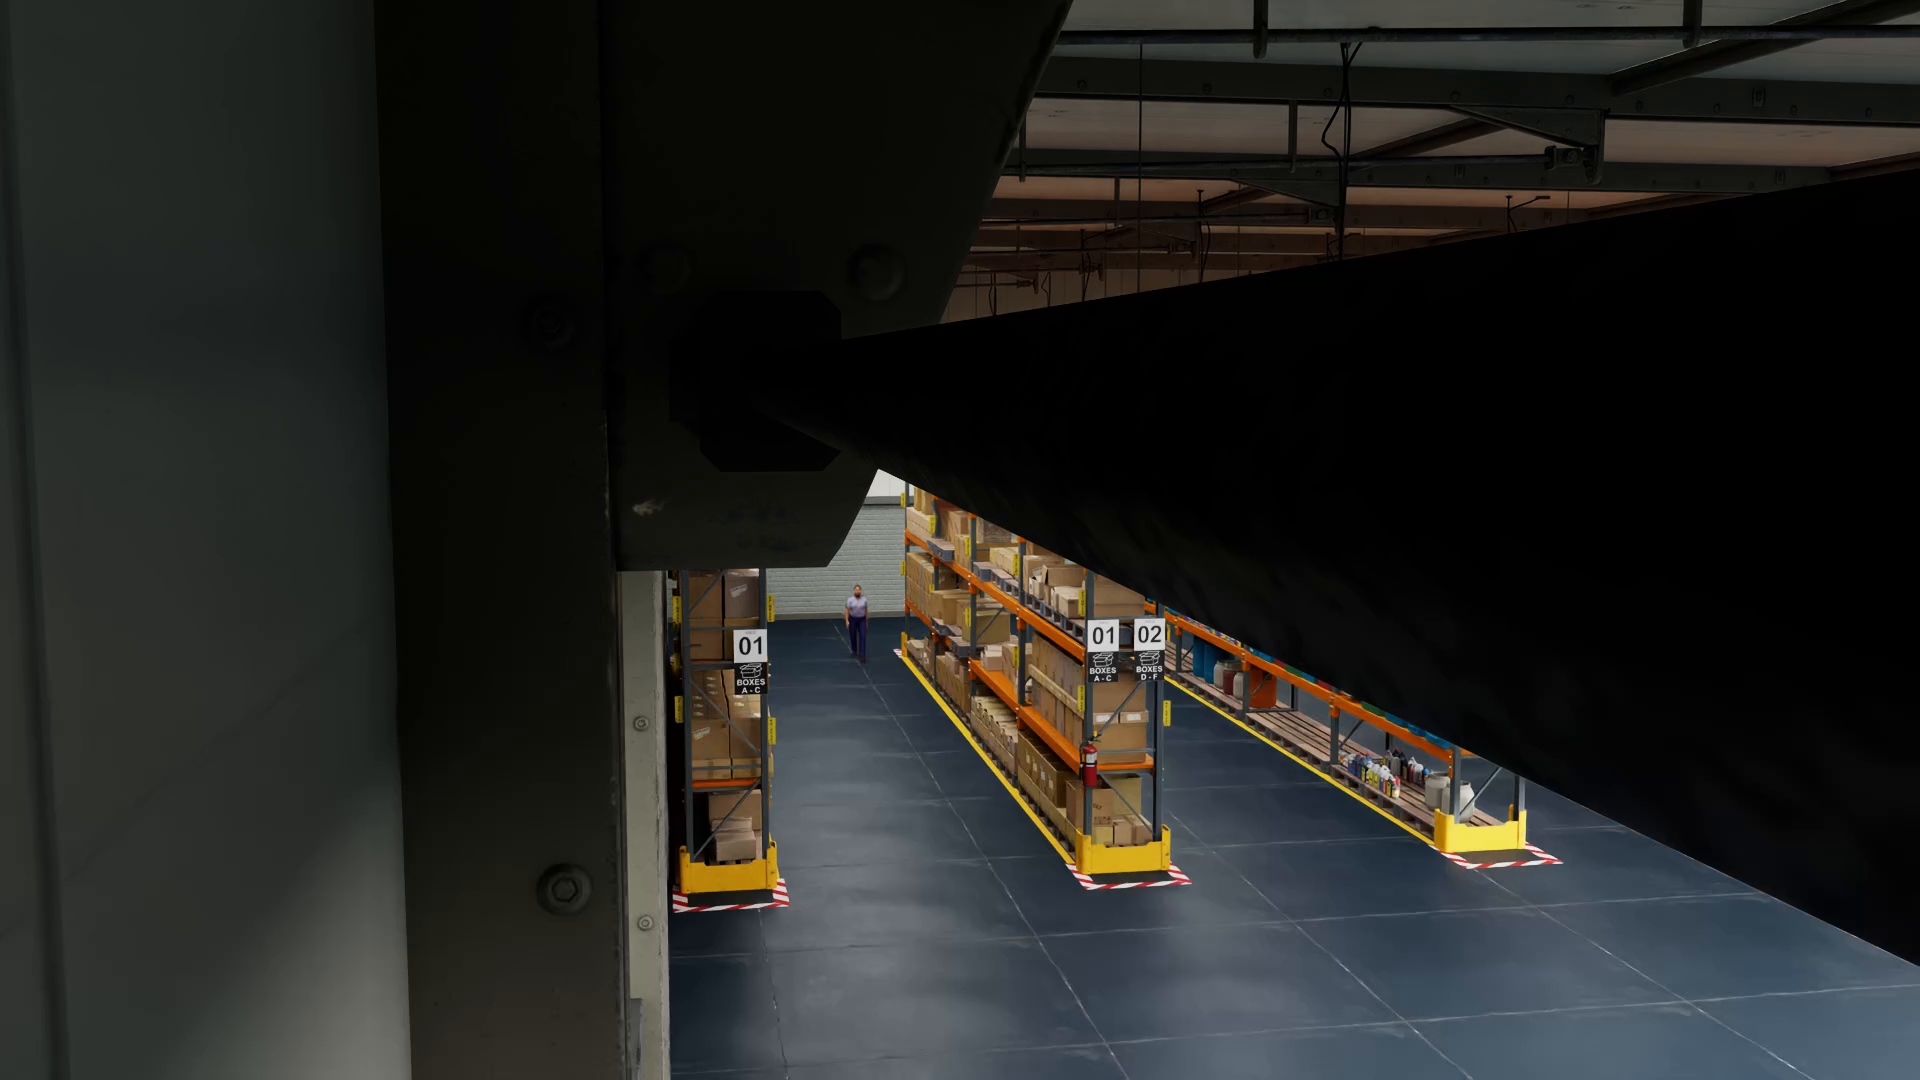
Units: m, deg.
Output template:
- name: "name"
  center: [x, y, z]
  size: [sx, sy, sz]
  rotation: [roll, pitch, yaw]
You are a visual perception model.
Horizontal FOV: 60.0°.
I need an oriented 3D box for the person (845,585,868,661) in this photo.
- name: "person"
  center: [-2.247, 1.781, 36.066]
  size: [0.492, 1.588, 0.982]
  rotation: [0, 6, -5]
